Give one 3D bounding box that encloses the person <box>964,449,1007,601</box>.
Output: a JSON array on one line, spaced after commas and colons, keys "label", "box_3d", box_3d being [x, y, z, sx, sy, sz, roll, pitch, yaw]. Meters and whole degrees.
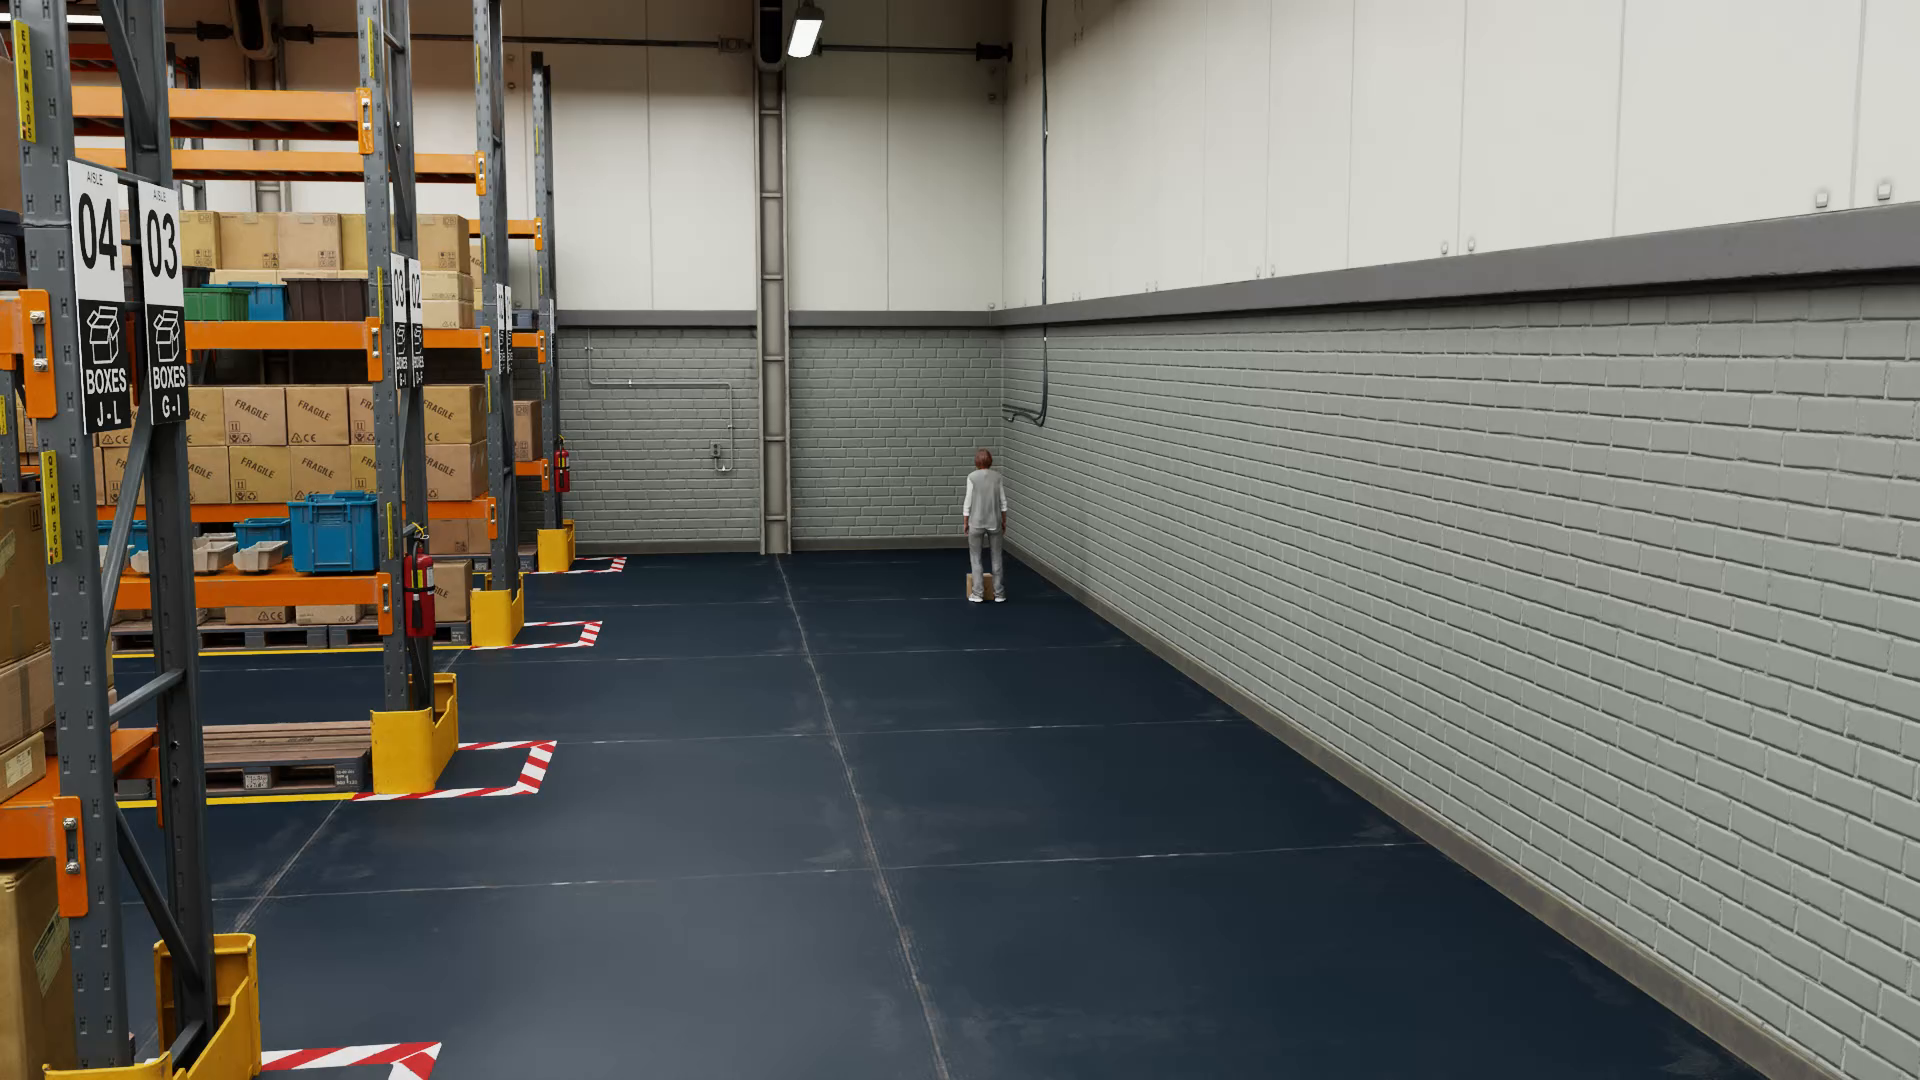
[{"label": "person", "box_3d": [0.262, -0.147, 17.274, 0.463, 1.593, 0.364, -1, 7, -9]}]
